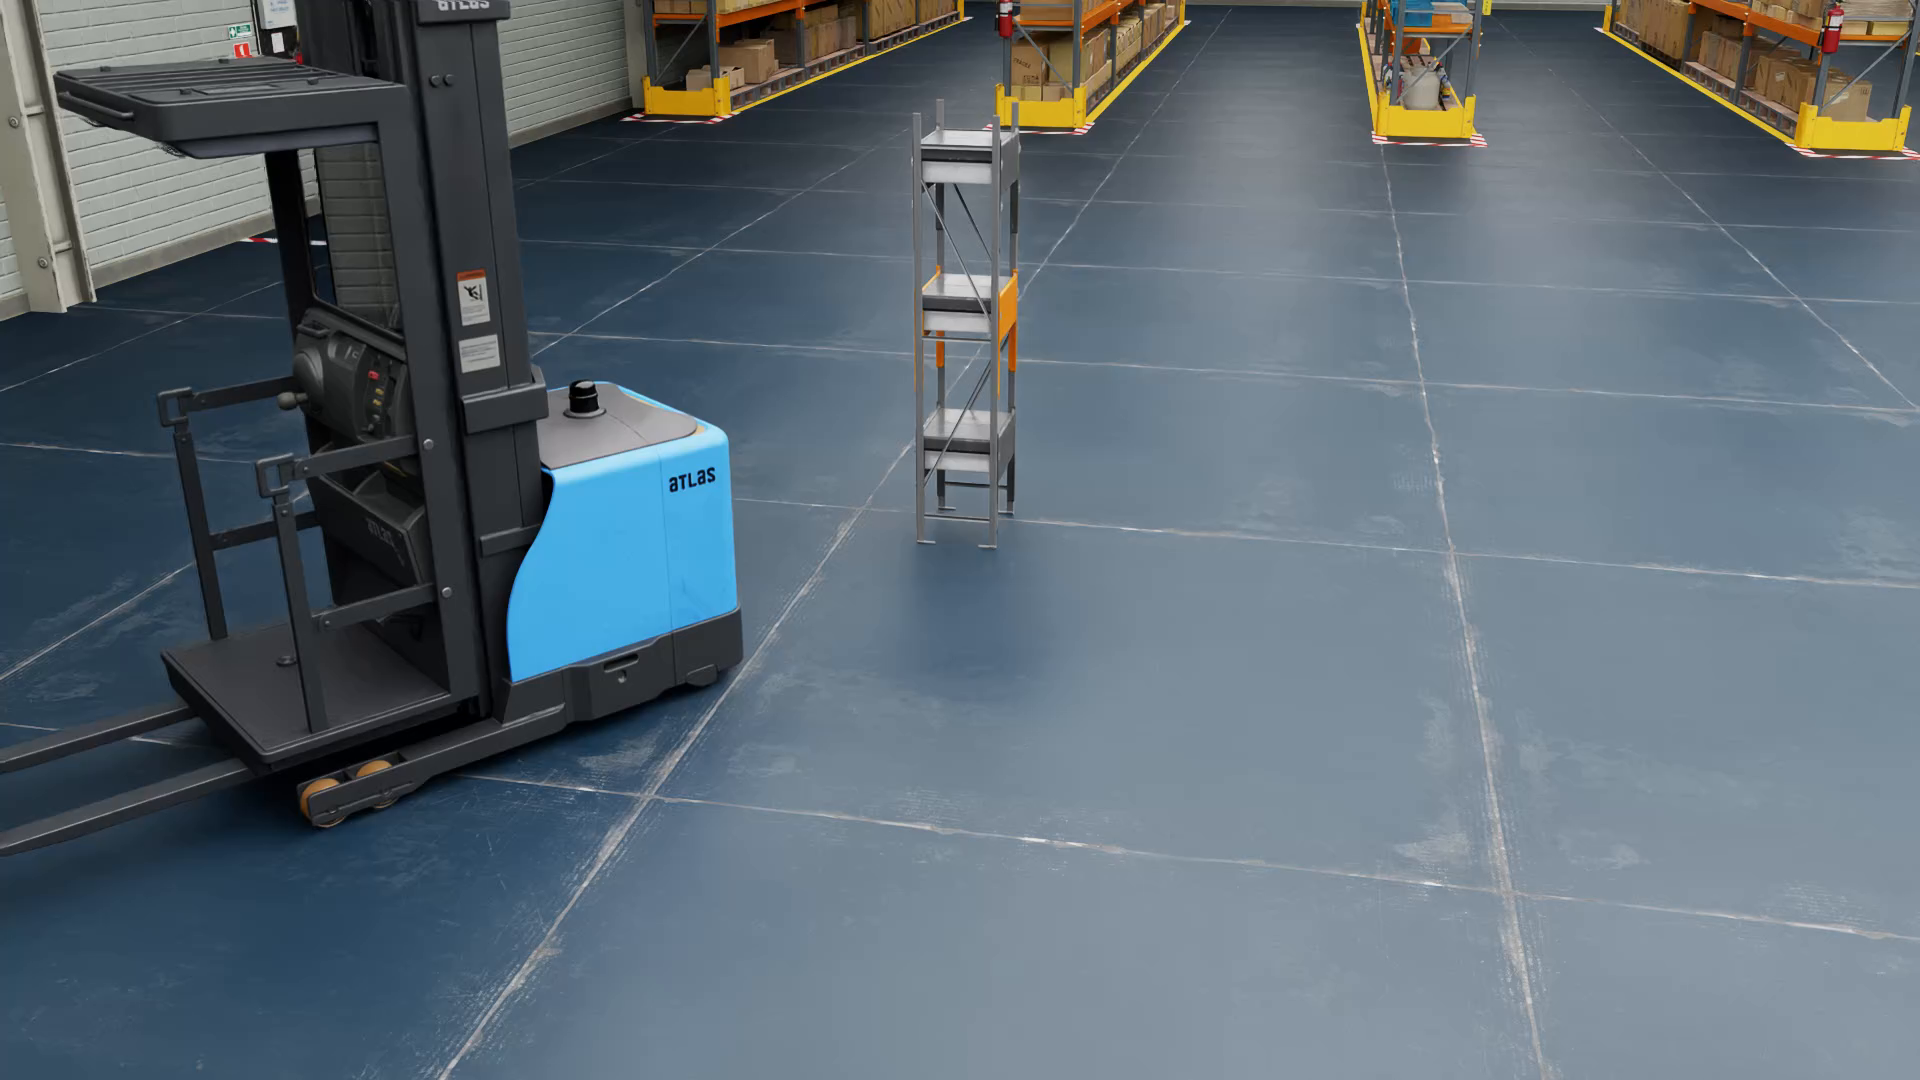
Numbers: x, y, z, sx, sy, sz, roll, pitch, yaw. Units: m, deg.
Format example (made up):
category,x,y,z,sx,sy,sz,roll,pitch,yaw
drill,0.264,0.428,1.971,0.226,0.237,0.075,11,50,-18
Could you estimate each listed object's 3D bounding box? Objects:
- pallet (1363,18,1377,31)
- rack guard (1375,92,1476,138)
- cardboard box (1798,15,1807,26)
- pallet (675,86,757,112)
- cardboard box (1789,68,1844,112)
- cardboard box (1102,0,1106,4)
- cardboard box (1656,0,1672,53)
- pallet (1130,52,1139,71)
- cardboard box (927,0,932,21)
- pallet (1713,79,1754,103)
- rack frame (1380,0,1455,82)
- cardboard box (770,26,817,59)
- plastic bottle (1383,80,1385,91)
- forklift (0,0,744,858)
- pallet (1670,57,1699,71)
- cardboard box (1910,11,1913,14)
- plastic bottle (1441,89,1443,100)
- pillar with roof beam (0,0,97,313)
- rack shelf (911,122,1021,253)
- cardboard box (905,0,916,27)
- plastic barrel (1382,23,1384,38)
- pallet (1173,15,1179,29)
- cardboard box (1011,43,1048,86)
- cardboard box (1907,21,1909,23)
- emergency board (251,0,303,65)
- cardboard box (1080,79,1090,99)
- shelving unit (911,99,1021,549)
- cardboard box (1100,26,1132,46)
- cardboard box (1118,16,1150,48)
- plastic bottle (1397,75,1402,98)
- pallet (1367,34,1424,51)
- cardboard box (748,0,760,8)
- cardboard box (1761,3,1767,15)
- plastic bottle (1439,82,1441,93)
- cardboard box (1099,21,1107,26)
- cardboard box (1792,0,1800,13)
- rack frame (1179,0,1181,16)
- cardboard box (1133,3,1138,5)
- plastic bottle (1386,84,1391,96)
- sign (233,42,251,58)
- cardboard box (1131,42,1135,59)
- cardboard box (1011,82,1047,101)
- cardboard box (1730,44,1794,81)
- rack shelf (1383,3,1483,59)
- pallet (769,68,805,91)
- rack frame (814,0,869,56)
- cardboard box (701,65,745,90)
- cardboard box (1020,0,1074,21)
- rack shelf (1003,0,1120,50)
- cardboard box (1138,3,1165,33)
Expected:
category,x,y,z,sx,sy,sz,roll,pitch,yaw
pallet,8.976,-10.772,34.819,1.003,0.211,1.213,4,22,11
rack guard,5.887,-5.385,21.055,1.175,0.500,0.348,4,22,11
cardboard box,10.861,-6.597,21.056,0.380,0.149,0.250,4,22,11
pallet,-3.565,-6.297,23.706,1.003,0.211,1.213,4,22,11
cardboard box,11.145,-5.847,21.639,0.500,0.500,0.500,7,23,16
cardboard box,1.801,-8.238,24.661,0.700,0.500,0.500,4,22,10
cardboard box,12.749,-8.847,28.586,1.225,0.875,0.875,5,22,11
pallet,2.495,-8.226,28.496,1.003,0.211,1.213,4,22,11
cardboard box,-0.974,-11.141,34.786,0.700,0.500,0.500,4,22,10
pallet,11.740,-6.590,24.433,1.003,0.211,1.213,4,22,11
rack frame,6.734,-7.976,24.142,1.000,3.000,0.127,4,22,11
cardboard box,-2.775,-8.239,27.553,0.700,0.500,0.500,4,22,10
plastic bottle,6.043,-6.448,23.504,0.097,0.201,0.097,0,22,0
forklift,-2.345,-0.571,5.848,3.031,2.935,1.130,-18,28,-38
pallet,12.633,-8.050,28.060,1.003,0.211,1.213,4,22,11
cardboard box,18.062,-9.890,31.353,0.380,0.149,0.250,4,22,9
plastic bottle,6.614,-6.096,22.632,0.097,0.201,0.097,0,22,0
pillar with roof beam,-2.719,-5.656,10.352,9.100,9.000,0.400,4,22,11
rack shelf,0.034,-1.671,7.855,0.431,0.518,0.480,4,22,11
cardboard box,-1.338,-10.607,32.991,0.750,0.750,0.750,5,22,12
plastic barrel,7.891,-9.286,30.164,0.421,0.512,0.421,0,22,0
pallet,4.157,-11.130,35.708,1.003,0.211,1.213,4,22,11
cardboard box,0.887,-6.378,22.289,0.500,0.500,0.500,4,22,11
cardboard box,18.234,-9.828,31.597,0.380,0.149,0.250,6,23,13
emergency board,-6.251,-4.495,15.499,0.194,1.169,0.643,4,22,11
cardboard box,1.495,-6.174,22.786,0.500,0.250,0.500,4,22,11
shelving unit,0.034,-1.035,8.112,0.431,2.100,0.503,4,22,11
cardboard box,2.526,-8.229,27.138,0.500,0.311,0.500,5,22,12
cardboard box,3.074,-9.007,29.460,0.500,0.500,0.500,5,23,13
plastic bottle,6.046,-6.244,22.890,0.061,0.283,0.133,4,22,11
pallet,8.168,-9.329,31.235,1.003,0.211,1.213,4,22,11
cardboard box,-3.169,-7.739,23.728,0.500,0.250,0.500,4,22,10
cardboard box,11.156,-7.242,22.657,0.380,0.149,0.250,4,22,11
plastic bottle,6.745,-6.332,23.217,0.097,0.201,0.097,0,22,0
cardboard box,2.208,-8.635,28.148,0.500,0.311,0.500,4,22,10
cardboard box,11.034,-6.890,20.915,0.875,0.500,0.500,4,22,11
rack frame,4.334,-12.744,35.980,1.000,3.000,0.127,4,22,11
cardboard box,3.180,-10.167,32.340,0.500,0.500,0.500,3,22,8
plastic bottle,5.863,-6.124,22.701,0.097,0.201,0.097,0,22,0
sign,-6.465,-4.317,15.010,0.001,0.329,0.234,4,22,11
cardboard box,2.626,-8.154,27.702,0.500,0.250,0.500,5,22,12
cardboard box,0.889,-6.030,22.429,0.500,0.250,0.500,4,22,11
cardboard box,11.844,-7.039,24.573,0.700,0.500,0.500,4,22,11
rack shelf,6.325,-6.911,22.461,1.077,0.370,4.000,4,22,11
pallet,-3.067,-7.189,25.922,1.003,0.211,1.213,4,22,11
rack frame,-2.149,-10.194,29.650,1.000,3.000,0.127,4,22,11
cardboard box,-3.436,-6.680,23.934,0.500,0.311,0.500,6,23,15
cardboard box,1.177,-7.108,21.854,0.700,0.500,0.500,4,22,11
rack shelf,1.477,-7.290,23.402,1.077,0.370,4.000,4,22,11
cardboard box,3.697,-10.123,32.230,0.500,0.500,0.500,4,22,11
